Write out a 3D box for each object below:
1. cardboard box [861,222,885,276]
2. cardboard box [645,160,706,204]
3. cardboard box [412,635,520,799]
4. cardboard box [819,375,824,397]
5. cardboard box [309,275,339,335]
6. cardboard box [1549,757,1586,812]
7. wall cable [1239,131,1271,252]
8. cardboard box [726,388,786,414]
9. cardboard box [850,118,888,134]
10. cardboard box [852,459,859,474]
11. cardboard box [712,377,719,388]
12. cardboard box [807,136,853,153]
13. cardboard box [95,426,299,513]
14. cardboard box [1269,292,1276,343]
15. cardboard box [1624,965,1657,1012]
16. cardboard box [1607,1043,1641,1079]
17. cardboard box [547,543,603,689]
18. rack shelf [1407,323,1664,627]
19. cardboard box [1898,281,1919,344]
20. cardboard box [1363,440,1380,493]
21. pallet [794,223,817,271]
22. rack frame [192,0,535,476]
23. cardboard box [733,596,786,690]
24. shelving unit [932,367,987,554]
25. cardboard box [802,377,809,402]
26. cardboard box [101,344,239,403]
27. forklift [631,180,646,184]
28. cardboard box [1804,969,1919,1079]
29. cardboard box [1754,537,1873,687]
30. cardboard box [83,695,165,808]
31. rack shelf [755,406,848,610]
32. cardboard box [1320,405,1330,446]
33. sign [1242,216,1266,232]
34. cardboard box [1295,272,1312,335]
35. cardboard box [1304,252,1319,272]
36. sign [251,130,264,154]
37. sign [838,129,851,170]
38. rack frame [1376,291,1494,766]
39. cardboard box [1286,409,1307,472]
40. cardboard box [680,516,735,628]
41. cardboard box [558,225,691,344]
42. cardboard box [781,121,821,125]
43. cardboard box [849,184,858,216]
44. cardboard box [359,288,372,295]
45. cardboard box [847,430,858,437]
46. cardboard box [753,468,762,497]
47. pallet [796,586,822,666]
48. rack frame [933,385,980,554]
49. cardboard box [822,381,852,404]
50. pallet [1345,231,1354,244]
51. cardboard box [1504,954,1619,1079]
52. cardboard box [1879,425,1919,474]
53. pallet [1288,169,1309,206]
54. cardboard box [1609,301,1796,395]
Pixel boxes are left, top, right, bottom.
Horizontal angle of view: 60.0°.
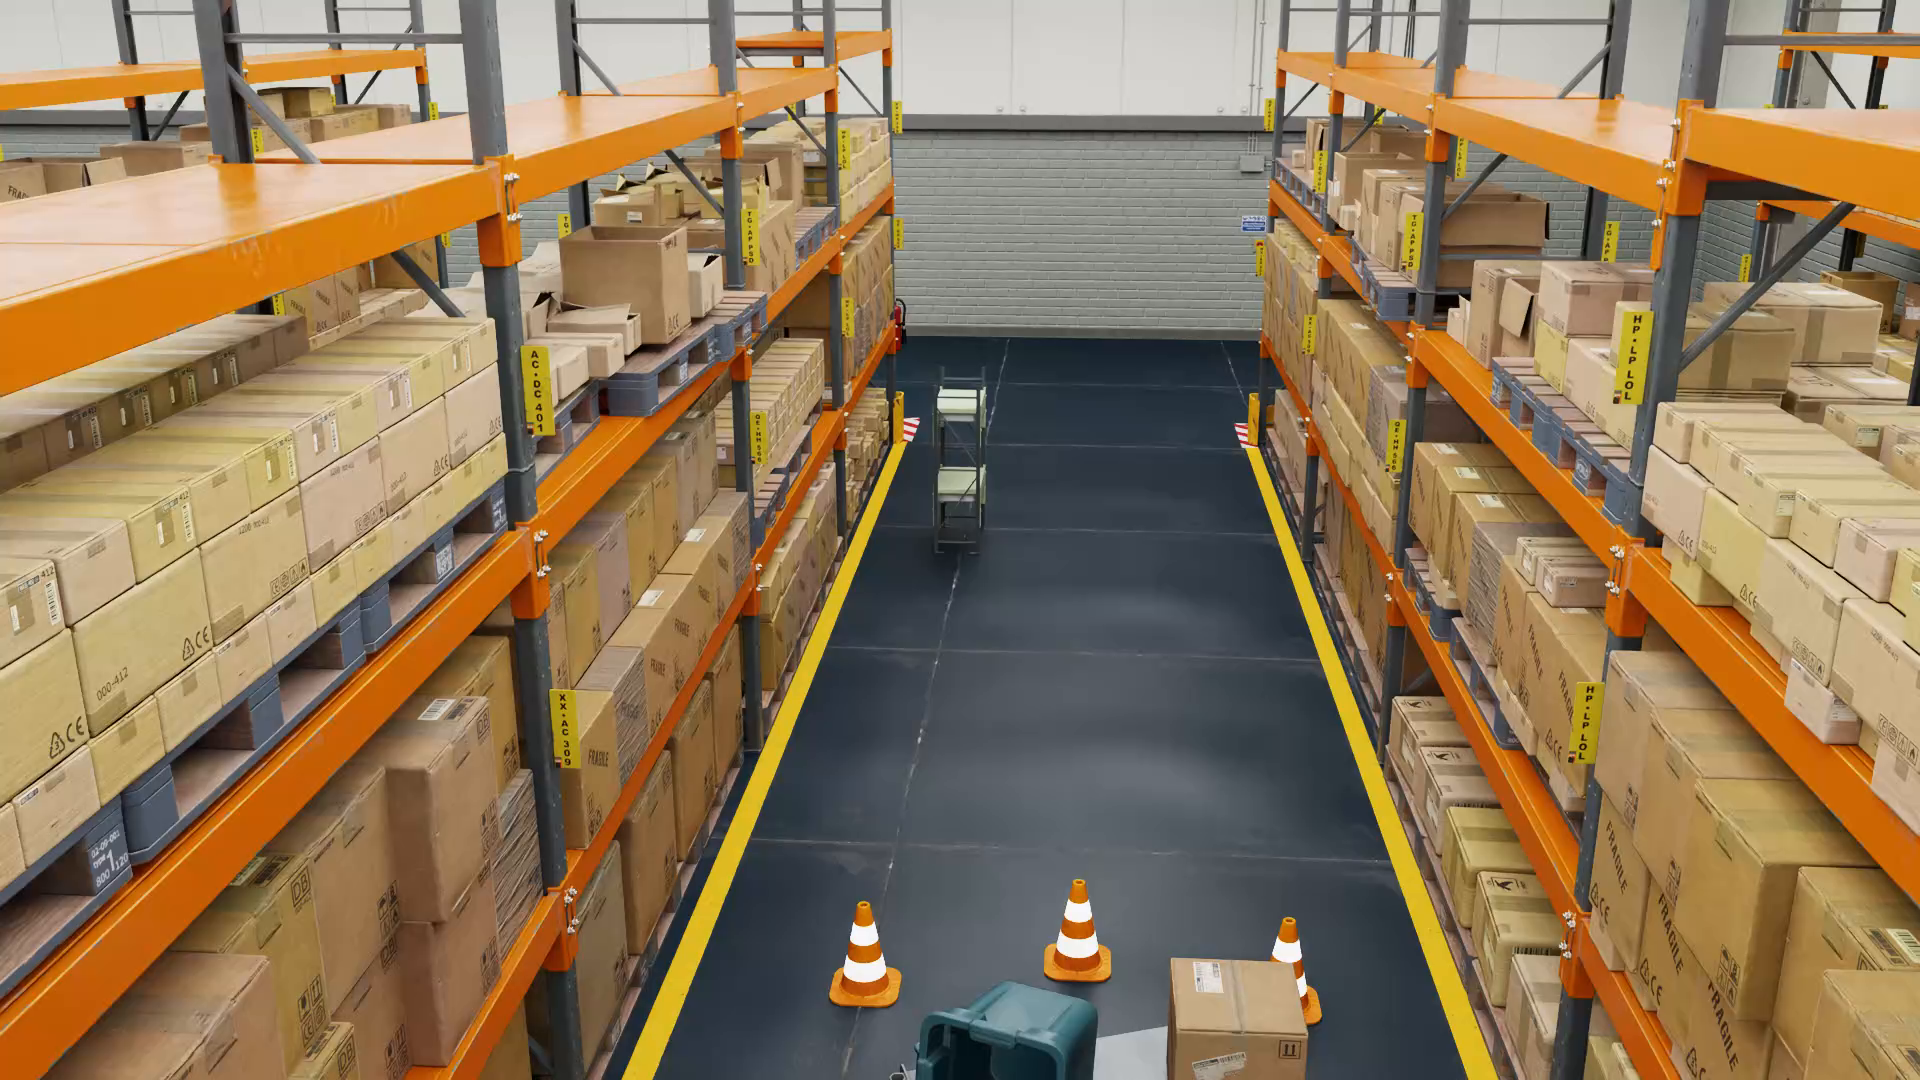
[{"bbox_3d":[-1.028,-2.923,16.784,0.500,0.500,0.500,1,18,2],"label":"cardboard box"},{"bbox_3d":[-1.938,-2.448,11.369,0.396,0.266,0.258,1,18,4],"label":"cardboard box"},{"bbox_3d":[-2.128,0.692,6.019,0.875,0.550,0.550,1,18,4],"label":"cardboard box"},{"bbox_3d":[-1.324,-1.275,13.725,0.380,0.149,0.250,1,18,3],"label":"cardboard box"},{"bbox_3d":[-6.101,-2.187,15.338,0.500,0.500,0.500,1,18,4],"label":"cardboard box"},{"bbox_3d":[2.639,0.995,6.797,0.380,0.149,0.250,2,18,5],"label":"cardboard box"},{"bbox_3d":[4.119,-4.735,22.874,0.585,1.953,0.123,1,18,4],"label":"wall cable"},{"bbox_3d":[-1.461,-0.990,11.901,0.380,0.149,0.250,2,18,6],"label":"cardboard box"},{"bbox_3d":[-0.937,-4.236,17.013,0.380,0.149,0.250,1,18,3],"label":"cardboard box"},{"bbox_3d":[-1.173,-0.740,15.789,0.380,0.149,0.250,2,18,6],"label":"cardboard box"},{"bbox_3d":[-2.053,-1.250,12.693,0.380,0.149,0.250,1,18,3],"label":"cardboard box"},{"bbox_3d":[-1.154,-3.512,14.804,0.380,0.149,0.250,1,18,2],"label":"cardboard box"},{"bbox_3d":[-1.884,-0.177,4.117,0.380,0.149,0.250,2,18,5],"label":"cardboard box"},{"bbox_3d":[3.409,-2.232,16.758,0.500,0.500,0.500,1,18,3],"label":"cardboard box"},{"bbox_3d":[2.569,1.531,5.836,0.380,0.149,0.250,2,18,6],"label":"cardboard box"},{"bbox_3d":[2.497,1.899,5.806,0.380,0.149,0.250,2,18,5],"label":"cardboard box"},{"bbox_3d":[-2.002,0.326,7.346,0.700,0.500,0.500,1,18,3],"label":"cardboard box"},{"bbox_3d":[3.021,-0.463,7.857,1.077,0.370,4.000,1,18,4],"label":"rack shelf"},{"bbox_3d":[8.775,-2.016,14.818,0.500,0.500,0.500,1,18,2],"label":"cardboard box"},{"bbox_3d":[2.979,-0.482,11.016,0.500,0.250,0.500,1,18,2],"label":"cardboard box"},{"bbox_3d":[-1.715,-2.147,12.142,1.213,0.211,1.003,1,18,4],"label":"pallet"},{"bbox_3d":[-2.067,-1.688,5.624,1.000,3.000,0.127,1,18,4],"label":"rack frame"},{"bbox_3d":[-1.475,0.694,11.326,0.500,0.500,0.500,1,18,2],"label":"cardboard box"},{"bbox_3d":[0.000,-0.711,14.683,0.431,1.500,0.755,1,18,4],"label":"shelving unit"},{"bbox_3d":[-1.378,-1.172,12.933,0.380,0.149,0.250,1,18,2],"label":"cardboard box"},{"bbox_3d":[-2.467,-0.506,5.121,0.380,0.149,0.250,1,18,3],"label":"cardboard box"},{"bbox_3d":[-2.892,-1.934,16.119,1.130,2.935,3.031,0,18,0],"label":"forklift"},{"bbox_3d":[2.388,1.339,3.776,0.700,0.500,0.500,1,18,3],"label":"cardboard box"},{"bbox_3d":[2.497,0.192,4.465,0.500,0.250,0.500,1,18,4],"label":"cardboard box"},{"bbox_3d":[-1.937,0.439,3.518,0.380,0.149,0.250,1,18,4],"label":"cardboard box"},{"bbox_3d":[-1.637,-0.359,12.357,1.077,0.370,4.000,1,18,4],"label":"rack shelf"},{"bbox_3d":[3.121,-0.880,13.033,0.500,0.250,0.500,1,18,3],"label":"cardboard box"},{"bbox_3d":[4.075,-4.386,23.056,0.327,0.218,0.001,1,18,4],"label":"sign"},{"bbox_3d":[3.254,-2.076,14.675,0.500,0.500,0.500,1,18,3],"label":"cardboard box"},{"bbox_3d":[3.293,-2.491,14.900,0.380,0.149,0.250,1,18,3],"label":"cardboard box"},{"bbox_3d":[-5.891,-3.276,13.950,0.100,0.325,0.005,1,18,4],"label":"sign"},{"bbox_3d":[-0.939,-3.169,13.498,0.100,0.325,0.005,1,18,4],"label":"sign"},{"bbox_3d":[3.165,-0.001,10.108,1.000,3.000,0.127,1,18,4],"label":"rack frame"},{"bbox_3d":[3.733,-0.976,16.524,0.875,0.438,0.875,2,18,5],"label":"cardboard box"},{"bbox_3d":[-1.582,0.173,9.416,0.500,0.500,0.500,1,18,4],"label":"cardboard box"},{"bbox_3d":[-1.625,-1.254,8.119,0.500,0.500,0.500,1,18,4],"label":"cardboard box"},{"bbox_3d":[-1.585,-4.089,16.564,0.380,0.149,0.250,1,18,4],"label":"cardboard box"},{"bbox_3d":[-1.170,-2.970,14.593,0.500,0.250,0.500,1,18,3],"label":"cardboard box"},{"bbox_3d":[-6.481,-2.472,17.413,0.500,0.250,0.500,1,18,3],"label":"cardboard box"},{"bbox_3d":[-1.181,-0.961,15.988,0.380,0.149,0.250,1,18,2],"label":"cardboard box"},{"bbox_3d":[-1.527,-0.378,10.988,0.380,0.149,0.250,2,18,7],"label":"cardboard box"},{"bbox_3d":[-1.632,0.625,12.678,1.003,0.211,1.213,1,18,4],"label":"pallet"},{"bbox_3d":[-0.027,-0.597,14.336,0.400,1.500,0.023,1,18,4],"label":"rack frame"},{"bbox_3d":[-1.147,-1.283,14.426,0.380,0.149,0.250,2,18,6],"label":"cardboard box"},{"bbox_3d":[3.435,-2.292,12.590,0.805,0.209,1.217,1,18,2],"label":"pallet"},{"bbox_3d":[2.913,2.128,7.158,0.950,0.372,0.625,2,18,5],"label":"cardboard box"},{"bbox_3d":[3.131,-0.258,5.198,0.380,0.149,0.250,1,18,3],"label":"cardboard box"},{"bbox_3d":[3.610,-3.258,15.374,1.003,0.211,1.213,1,18,4],"label":"pallet"},{"bbox_3d":[2.792,-0.733,6.288,0.500,0.250,0.500,2,18,5],"label":"cardboard box"}]
